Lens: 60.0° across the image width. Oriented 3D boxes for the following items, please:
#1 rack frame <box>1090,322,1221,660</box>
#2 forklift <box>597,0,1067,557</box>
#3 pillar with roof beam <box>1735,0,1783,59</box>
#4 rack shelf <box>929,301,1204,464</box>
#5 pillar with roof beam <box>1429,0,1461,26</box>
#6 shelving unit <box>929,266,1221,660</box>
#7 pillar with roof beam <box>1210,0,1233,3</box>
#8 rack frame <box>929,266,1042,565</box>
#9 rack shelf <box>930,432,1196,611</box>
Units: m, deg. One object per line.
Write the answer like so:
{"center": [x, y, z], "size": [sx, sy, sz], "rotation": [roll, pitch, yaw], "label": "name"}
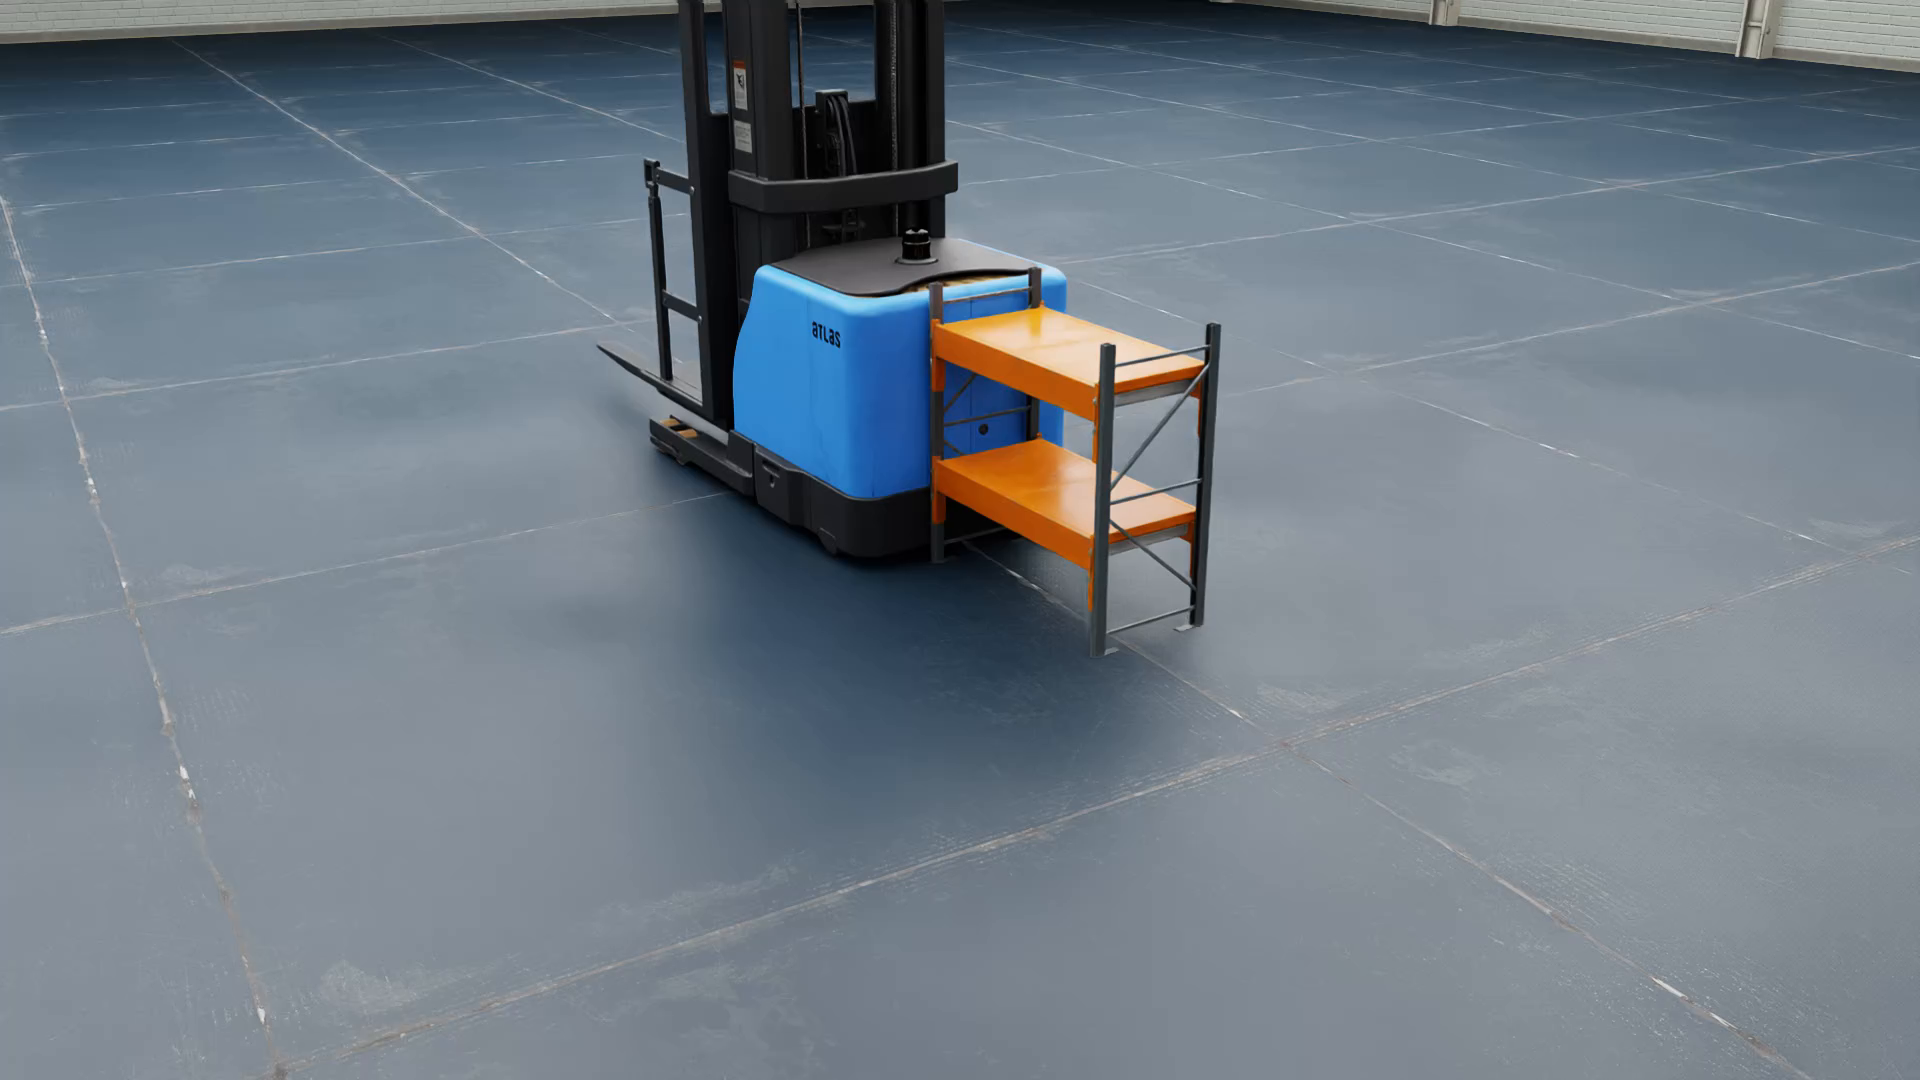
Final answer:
{"center": [0.669, -0.162, 5.716], "size": [0.500, 1.125, 0.032], "rotation": [-14, 26, -31], "label": "rack frame"}
{"center": [-0.797, -1.790, 7.323], "size": [1.130, 2.935, 3.031], "rotation": [-14, 26, -31], "label": "forklift"}
{"center": [7.689, -10.269, 20.126], "size": [9.100, 9.000, 0.400], "rotation": [-13, 25, -28], "label": "pillar with roof beam"}
{"center": [0.385, -0.592, 5.996], "size": [0.538, 0.278, 1.000], "rotation": [-14, 26, -31], "label": "rack shelf"}
{"center": [4.625, -12.212, 24.905], "size": [9.100, 9.000, 0.400], "rotation": [-13, 25, -28], "label": "pillar with roof beam"}
{"center": [0.385, -0.321, 6.107], "size": [0.538, 1.125, 1.048], "rotation": [-14, 26, -31], "label": "shelving unit"}
{"center": [1.560, -14.154, 29.683], "size": [9.100, 9.000, 0.400], "rotation": [-13, 25, -28], "label": "pillar with roof beam"}
{"center": [0.101, -0.479, 6.497], "size": [0.500, 1.125, 0.032], "rotation": [-14, 26, -31], "label": "rack frame"}
{"center": [0.385, -0.094, 6.199], "size": [0.538, 0.278, 1.000], "rotation": [-14, 26, -31], "label": "rack shelf"}
